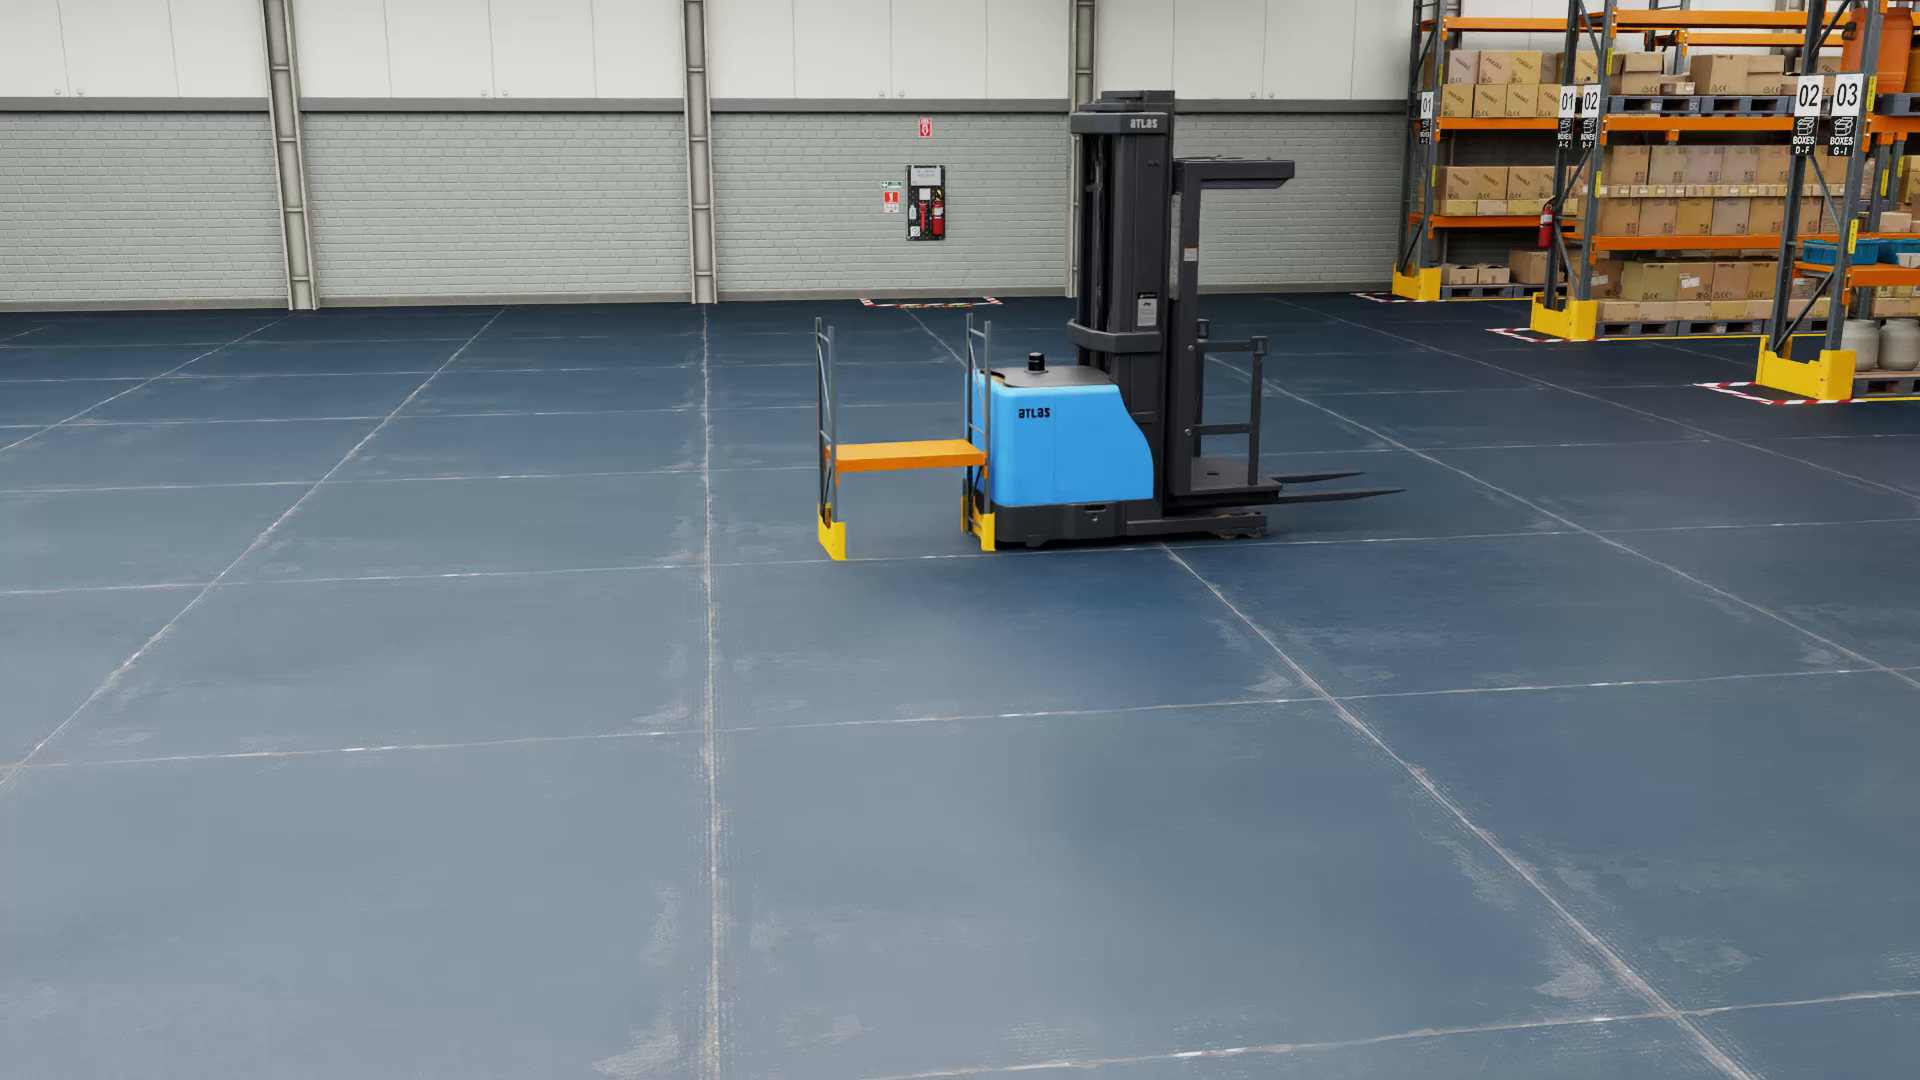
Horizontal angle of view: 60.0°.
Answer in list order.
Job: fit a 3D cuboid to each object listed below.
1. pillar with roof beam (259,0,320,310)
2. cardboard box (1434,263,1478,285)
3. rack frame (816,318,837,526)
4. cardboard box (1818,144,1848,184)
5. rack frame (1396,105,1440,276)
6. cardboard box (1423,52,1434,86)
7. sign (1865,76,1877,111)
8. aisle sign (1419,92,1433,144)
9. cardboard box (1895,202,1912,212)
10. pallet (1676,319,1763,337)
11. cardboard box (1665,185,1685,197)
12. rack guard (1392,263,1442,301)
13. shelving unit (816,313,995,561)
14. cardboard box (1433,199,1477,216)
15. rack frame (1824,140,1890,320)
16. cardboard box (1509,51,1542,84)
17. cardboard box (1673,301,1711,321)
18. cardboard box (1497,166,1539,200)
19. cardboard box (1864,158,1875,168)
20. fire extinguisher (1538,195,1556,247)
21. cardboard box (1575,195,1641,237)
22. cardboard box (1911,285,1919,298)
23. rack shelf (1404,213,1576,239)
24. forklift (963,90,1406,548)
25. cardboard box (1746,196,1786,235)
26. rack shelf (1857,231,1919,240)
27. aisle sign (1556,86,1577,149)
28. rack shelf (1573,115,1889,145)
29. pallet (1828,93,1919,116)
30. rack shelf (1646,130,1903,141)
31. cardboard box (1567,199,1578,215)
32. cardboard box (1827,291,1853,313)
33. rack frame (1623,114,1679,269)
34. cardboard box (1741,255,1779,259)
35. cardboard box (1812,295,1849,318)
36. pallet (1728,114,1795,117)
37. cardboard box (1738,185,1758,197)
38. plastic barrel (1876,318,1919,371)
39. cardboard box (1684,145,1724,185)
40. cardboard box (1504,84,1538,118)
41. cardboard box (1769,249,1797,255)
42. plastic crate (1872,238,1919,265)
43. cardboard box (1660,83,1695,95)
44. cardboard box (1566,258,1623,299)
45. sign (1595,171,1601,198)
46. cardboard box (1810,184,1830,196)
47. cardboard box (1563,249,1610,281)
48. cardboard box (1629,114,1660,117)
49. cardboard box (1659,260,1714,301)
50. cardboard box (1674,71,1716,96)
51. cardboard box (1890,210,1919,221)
[{"bbox_3d":[-9.300,-6.844,20.011,0.400,9.000,9.100,-2,14,-8],"label":"pillar with roof beam"},{"bbox_3d":[7.992,-4.301,26.827,0.500,0.311,0.500,-4,15,-15],"label":"cardboard box"},{"bbox_3d":[-0.863,-0.661,10.776,0.032,1.500,0.500,-4,15,-14],"label":"rack frame"},{"bbox_3d":[11.553,-5.002,22.127,0.500,0.500,0.700,-2,14,-8],"label":"cardboard box"},{"bbox_3d":[7.294,-5.388,26.540,0.127,3.000,1.000,-2,14,-8],"label":"rack frame"},{"bbox_3d":[7.681,-7.465,26.352,0.500,0.500,0.500,-1,14,-6],"label":"cardboard box"},{"bbox_3d":[8.848,-4.332,16.144,0.005,0.325,0.100,-2,14,-8],"label":"sign"},{"bbox_3d":[7.268,-6.574,25.926,0.004,0.787,0.394,-2,14,-8],"label":"aisle sign"},{"bbox_3d":[15.565,-5.522,27.550,0.250,0.149,0.380,-2,14,-9],"label":"cardboard box"},{"bbox_3d":[9.989,-2.925,22.452,1.213,0.211,1.003,-2,14,-8],"label":"pallet"},{"bbox_3d":[9.213,-4.550,21.658,0.250,0.149,0.380,-2,14,-9],"label":"cardboard box"},{"bbox_3d":[7.369,-4.178,26.855,0.348,0.500,1.175,-2,14,-8],"label":"rack guard"},{"bbox_3d":[-0.362,-0.693,10.901,1.083,1.500,0.587,-4,15,-14],"label":"shelving unit"},{"bbox_3d":[7.824,-5.266,26.322,0.500,0.250,0.500,-3,14,-10],"label":"cardboard box"},{"bbox_3d":[11.991,-4.342,22.367,0.127,3.000,1.000,-2,14,-8],"label":"rack frame"},{"bbox_3d":[8.720,-7.369,25.971,0.500,0.500,0.500,-2,14,-7],"label":"cardboard box"},{"bbox_3d":[9.587,-3.070,22.085,0.500,0.250,0.500,-2,14,-8],"label":"cardboard box"},{"bbox_3d":[8.813,-5.667,26.376,0.500,0.500,0.500,-3,14,-10],"label":"cardboard box"},{"bbox_3d":[14.868,-6.235,27.473,0.250,0.149,0.380,-4,15,-16],"label":"cardboard box"},{"bbox_3d":[7.850,-4.267,22.227,0.183,0.674,0.296,-2,14,-8],"label":"fire extinguisher"},{"bbox_3d":[8.499,-4.259,21.832,0.500,0.500,0.700,-2,14,-8],"label":"cardboard box"},{"bbox_3d":[12.933,-3.456,22.471,0.500,0.311,0.500,-2,14,-9],"label":"cardboard box"},{"bbox_3d":[9.272,-5.112,26.917,4.000,0.370,1.077,-2,14,-8],"label":"rack shelf"},{"bbox_3d":[1.594,-1.546,11.359,3.031,2.935,1.130,-4,15,-14],"label":"forklift"},{"bbox_3d":[10.536,-4.335,22.134,0.500,0.500,0.700,-2,14,-7],"label":"cardboard box"},{"bbox_3d":[13.969,-4.065,22.744,4.000,0.370,1.077,-2,14,-8],"label":"rack shelf"},{"bbox_3d":[7.927,-5.526,21.745,0.004,0.787,0.394,-2,14,-8],"label":"aisle sign"},{"bbox_3d":[10.013,-5.375,21.801,4.000,0.370,1.077,-2,14,-8],"label":"rack shelf"},{"bbox_3d":[9.603,-4.375,16.722,1.213,0.211,1.003,-2,14,-8],"label":"pallet"},{"bbox_3d":[13.227,-6.712,27.130,4.000,0.370,1.077,-2,14,-8],"label":"rack shelf"},{"bbox_3d":[9.837,-5.342,26.623,0.500,0.250,0.500,-2,14,-9],"label":"cardboard box"},{"bbox_3d":[12.358,-3.296,22.989,0.500,0.250,0.500,-2,14,-9],"label":"cardboard box"},{"bbox_3d":[11.249,-5.533,27.118,0.127,3.000,1.000,-2,14,-8],"label":"rack frame"},{"bbox_3d":[10.993,-3.614,22.713,0.500,0.500,0.500,-2,14,-8],"label":"cardboard box"},{"bbox_3d":[11.565,-3.142,22.374,0.500,0.250,0.500,-2,14,-8],"label":"cardboard box"},{"bbox_3d":[12.901,-6.932,26.916,1.003,0.211,1.213,-2,14,-8],"label":"pallet"},{"bbox_3d":[10.236,-4.587,21.808,0.250,0.149,0.380,-2,14,-6],"label":"cardboard box"},{"bbox_3d":[9.905,-2.062,17.530,0.421,0.512,0.421,0,14,0],"label":"plastic barrel"},{"bbox_3d":[9.569,-4.929,21.837,0.500,0.500,0.700,-2,14,-8],"label":"cardboard box"},{"bbox_3d":[8.711,-6.884,26.091,0.500,0.500,0.500,-1,14,-6],"label":"cardboard box"},{"bbox_3d":[13.487,-4.625,27.731,0.500,0.500,0.700,-2,14,-9],"label":"cardboard box"},{"bbox_3d":[9.863,-3.045,17.504,0.408,0.251,0.499,-2,14,-8],"label":"plastic crate"},{"bbox_3d":[9.225,-5.802,21.388,0.250,0.149,0.380,-2,14,-8],"label":"cardboard box"},{"bbox_3d":[8.522,-3.521,22.345,0.500,0.500,0.500,-2,14,-8],"label":"cardboard box"},{"bbox_3d":[8.112,-4.521,21.141,0.005,0.325,0.100,-2,14,-8],"label":"sign"},{"bbox_3d":[11.251,-4.625,21.958,0.250,0.149,0.380,-3,14,-10],"label":"cardboard box"},{"bbox_3d":[10.229,-4.487,27.180,0.500,0.500,0.500,-3,14,-13],"label":"cardboard box"},{"bbox_3d":[10.784,-6.968,26.428,0.500,0.500,0.500,-2,14,-7],"label":"cardboard box"},{"bbox_3d":[9.586,-3.436,22.004,0.500,0.500,0.500,-2,14,-8],"label":"cardboard box"},{"bbox_3d":[9.685,-6.005,21.867,0.500,0.311,0.500,0,14,-2],"label":"cardboard box"},{"bbox_3d":[12.833,-4.352,22.687,0.258,0.266,0.396,-2,14,-10],"label":"cardboard box"}]
